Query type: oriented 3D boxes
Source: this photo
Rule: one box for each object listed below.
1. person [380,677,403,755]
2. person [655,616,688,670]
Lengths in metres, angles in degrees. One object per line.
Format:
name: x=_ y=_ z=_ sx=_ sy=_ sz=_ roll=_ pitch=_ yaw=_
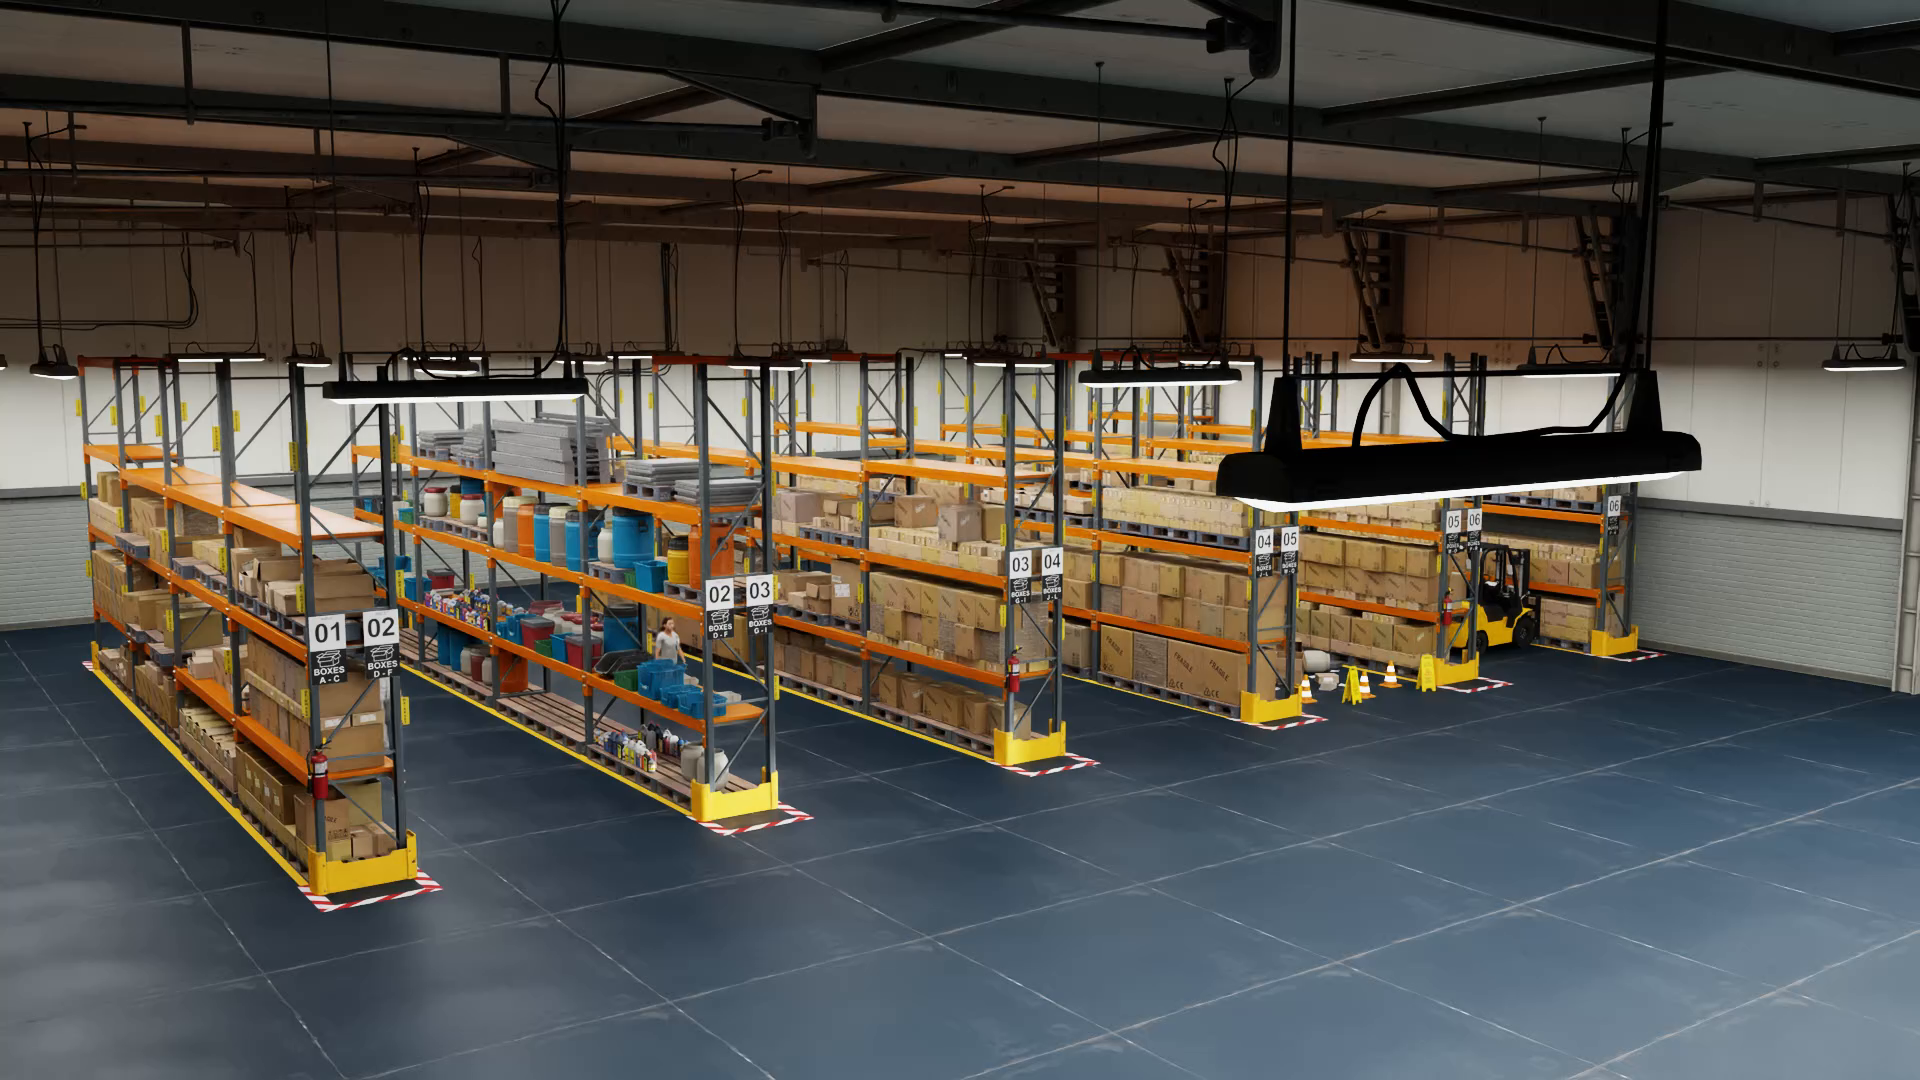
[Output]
person: x=-8.863 y=2.425 z=25.550 sx=0.562 sy=1.602 sz=1.021 roll=-5 pitch=9 yaw=-36
person: x=-4.933 y=2.089 z=28.222 sx=1.097 sy=1.600 sz=0.475 roll=6 pitch=9 yaw=39
